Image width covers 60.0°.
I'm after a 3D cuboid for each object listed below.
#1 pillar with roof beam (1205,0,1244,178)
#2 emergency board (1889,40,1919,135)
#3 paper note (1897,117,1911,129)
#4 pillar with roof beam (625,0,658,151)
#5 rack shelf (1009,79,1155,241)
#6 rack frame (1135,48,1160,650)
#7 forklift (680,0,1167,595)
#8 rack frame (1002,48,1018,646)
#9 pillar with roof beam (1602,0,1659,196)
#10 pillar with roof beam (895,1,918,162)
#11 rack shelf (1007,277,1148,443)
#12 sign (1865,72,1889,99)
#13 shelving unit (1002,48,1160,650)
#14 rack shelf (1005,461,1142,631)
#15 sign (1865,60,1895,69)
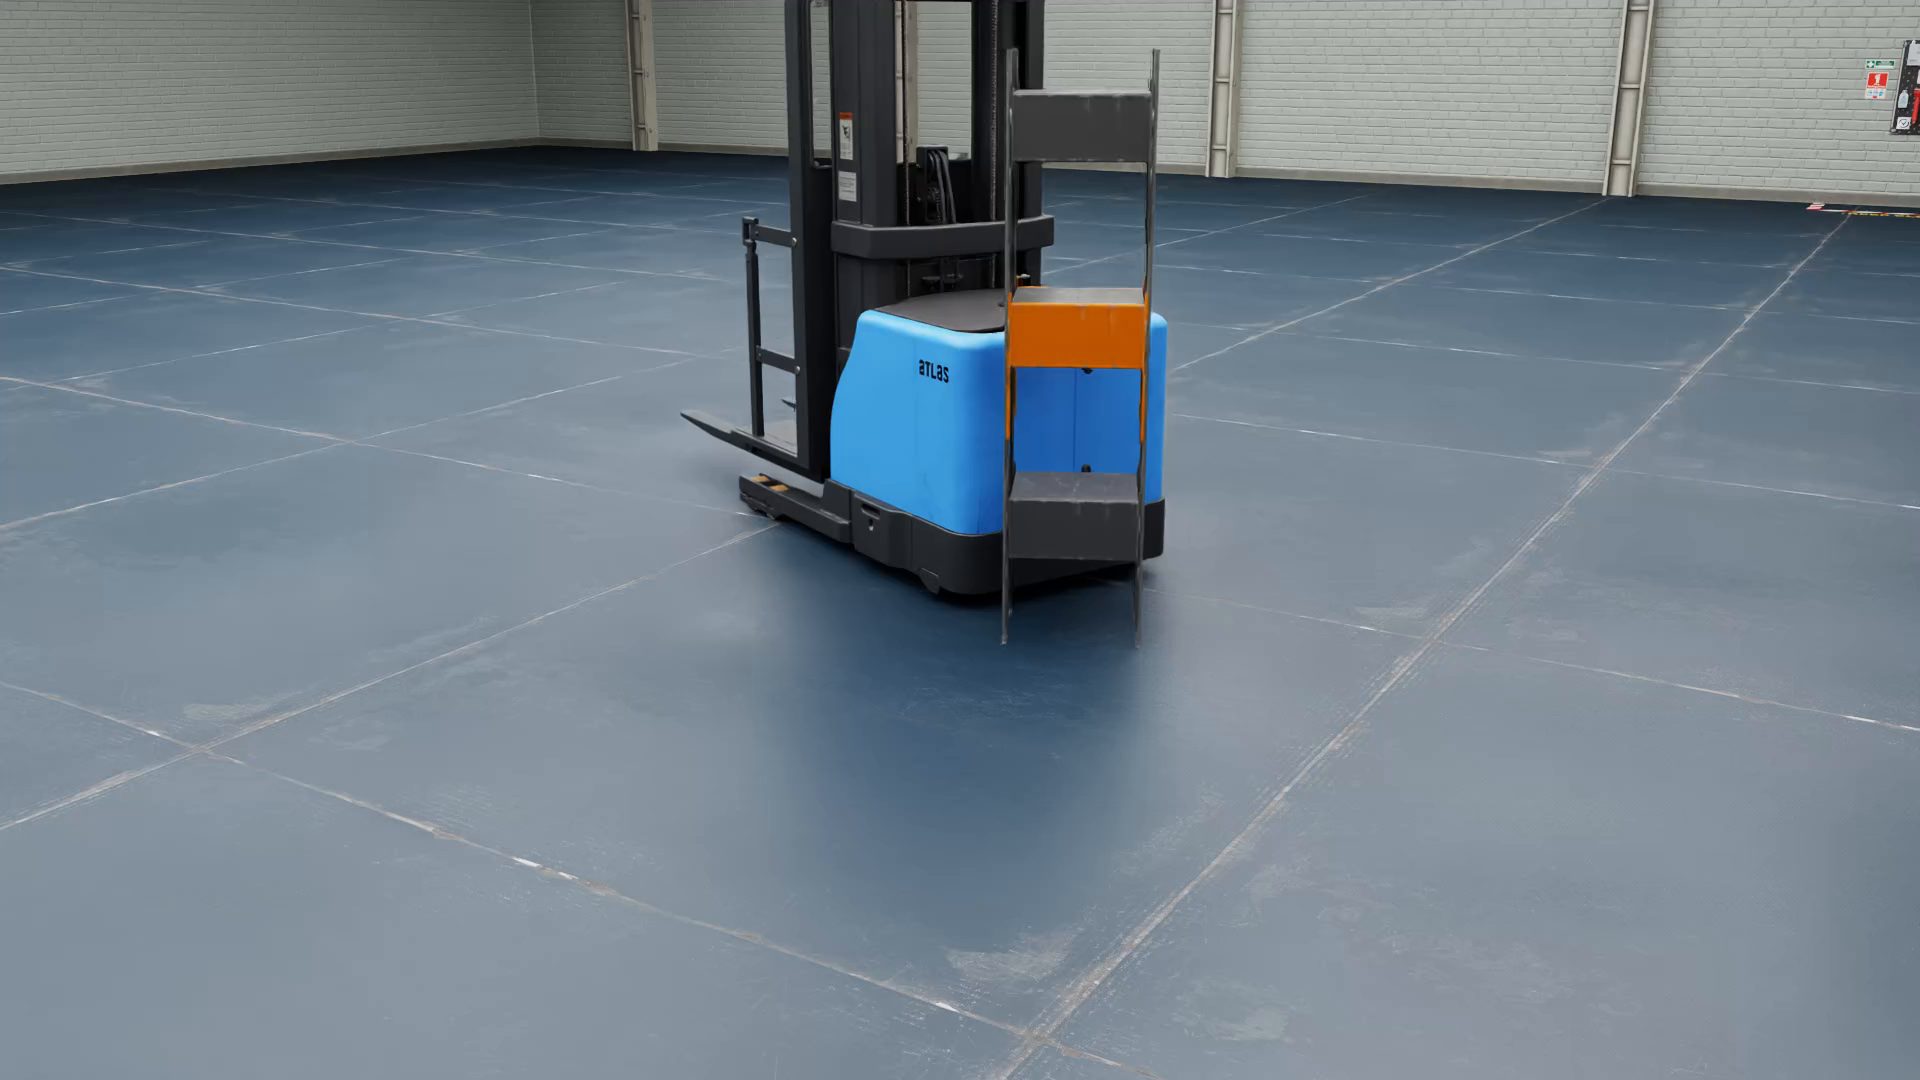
[{"bbox_3d":[1.869,-8.988,21.489,0.400,9.000,9.100,10,20,30],"label":"pillar with roof beam"},{"bbox_3d":[12.264,-5.750,21.150,0.626,1.169,0.157,10,20,30],"label":"emergency board"},{"bbox_3d":[12.147,-5.367,21.403,0.142,0.148,0.016,10,20,30],"label":"paper note"},{"bbox_3d":[-8.356,-10.814,27.498,0.400,9.000,9.100,10,20,30],"label":"pillar with roof beam"},{"bbox_3d":[0.423,-1.325,5.768,0.480,0.518,0.431,2,17,5],"label":"rack shelf"},{"bbox_3d":[0.666,-0.662,5.947,0.015,2.100,0.400,2,17,5],"label":"rack frame"},{"bbox_3d":[-0.381,-1.560,7.474,1.130,2.935,3.031,-11,20,-32],"label":"forklift"},{"bbox_3d":[0.180,-0.674,5.989,0.015,2.100,0.400,2,17,5],"label":"rack frame"},{"bbox_3d":[6.982,-8.076,18.484,0.400,9.000,9.100,10,20,30],"label":"pillar with roof beam"},{"bbox_3d":[-3.243,-9.901,24.493,0.400,9.000,9.100,10,20,30],"label":"pillar with roof beam"},{"bbox_3d":[0.423,-0.655,5.972,0.480,0.518,0.431,2,17,5],"label":"rack shelf"},{"bbox_3d":[11.845,-5.871,21.486,0.234,0.329,0.001,10,20,30],"label":"sign"},{"bbox_3d":[0.423,-0.668,5.968,0.503,2.100,0.431,2,17,5],"label":"shelving unit"},{"bbox_3d":[0.423,0.015,6.175,0.480,0.518,0.431,2,17,5],"label":"rack shelf"},{"bbox_3d":[11.844,-6.122,21.400,0.331,0.109,0.001,10,20,30],"label":"sign"}]
